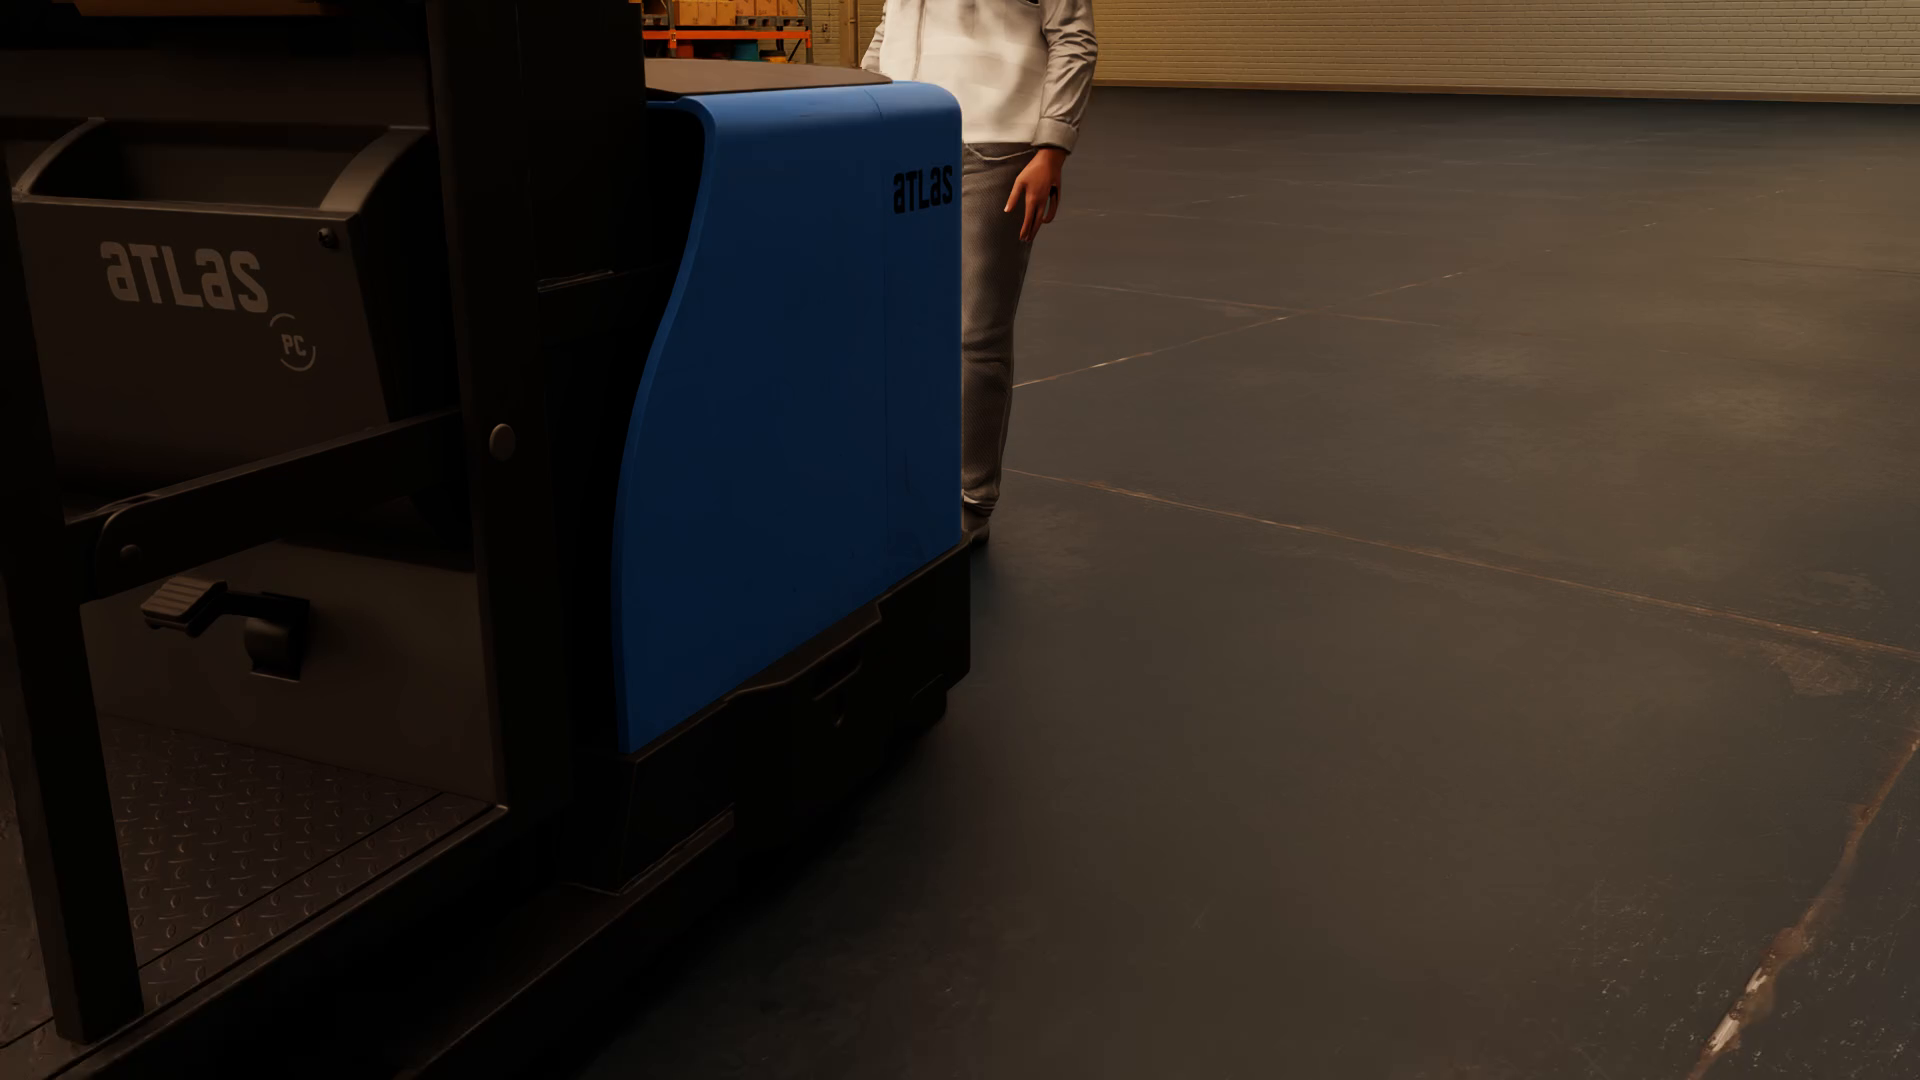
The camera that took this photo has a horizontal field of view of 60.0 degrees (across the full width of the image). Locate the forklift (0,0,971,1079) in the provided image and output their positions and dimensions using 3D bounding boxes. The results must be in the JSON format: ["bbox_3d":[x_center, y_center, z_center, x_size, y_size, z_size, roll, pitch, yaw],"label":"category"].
[{"bbox_3d":[-1.052,-0.785,1.483,1.130,2.935,3.031,8,18,23],"label":"forklift"}]

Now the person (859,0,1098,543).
[{"bbox_3d":[-0.046,-0.844,3.641,0.632,1.773,0.568,13,21,37],"label":"person"}]
